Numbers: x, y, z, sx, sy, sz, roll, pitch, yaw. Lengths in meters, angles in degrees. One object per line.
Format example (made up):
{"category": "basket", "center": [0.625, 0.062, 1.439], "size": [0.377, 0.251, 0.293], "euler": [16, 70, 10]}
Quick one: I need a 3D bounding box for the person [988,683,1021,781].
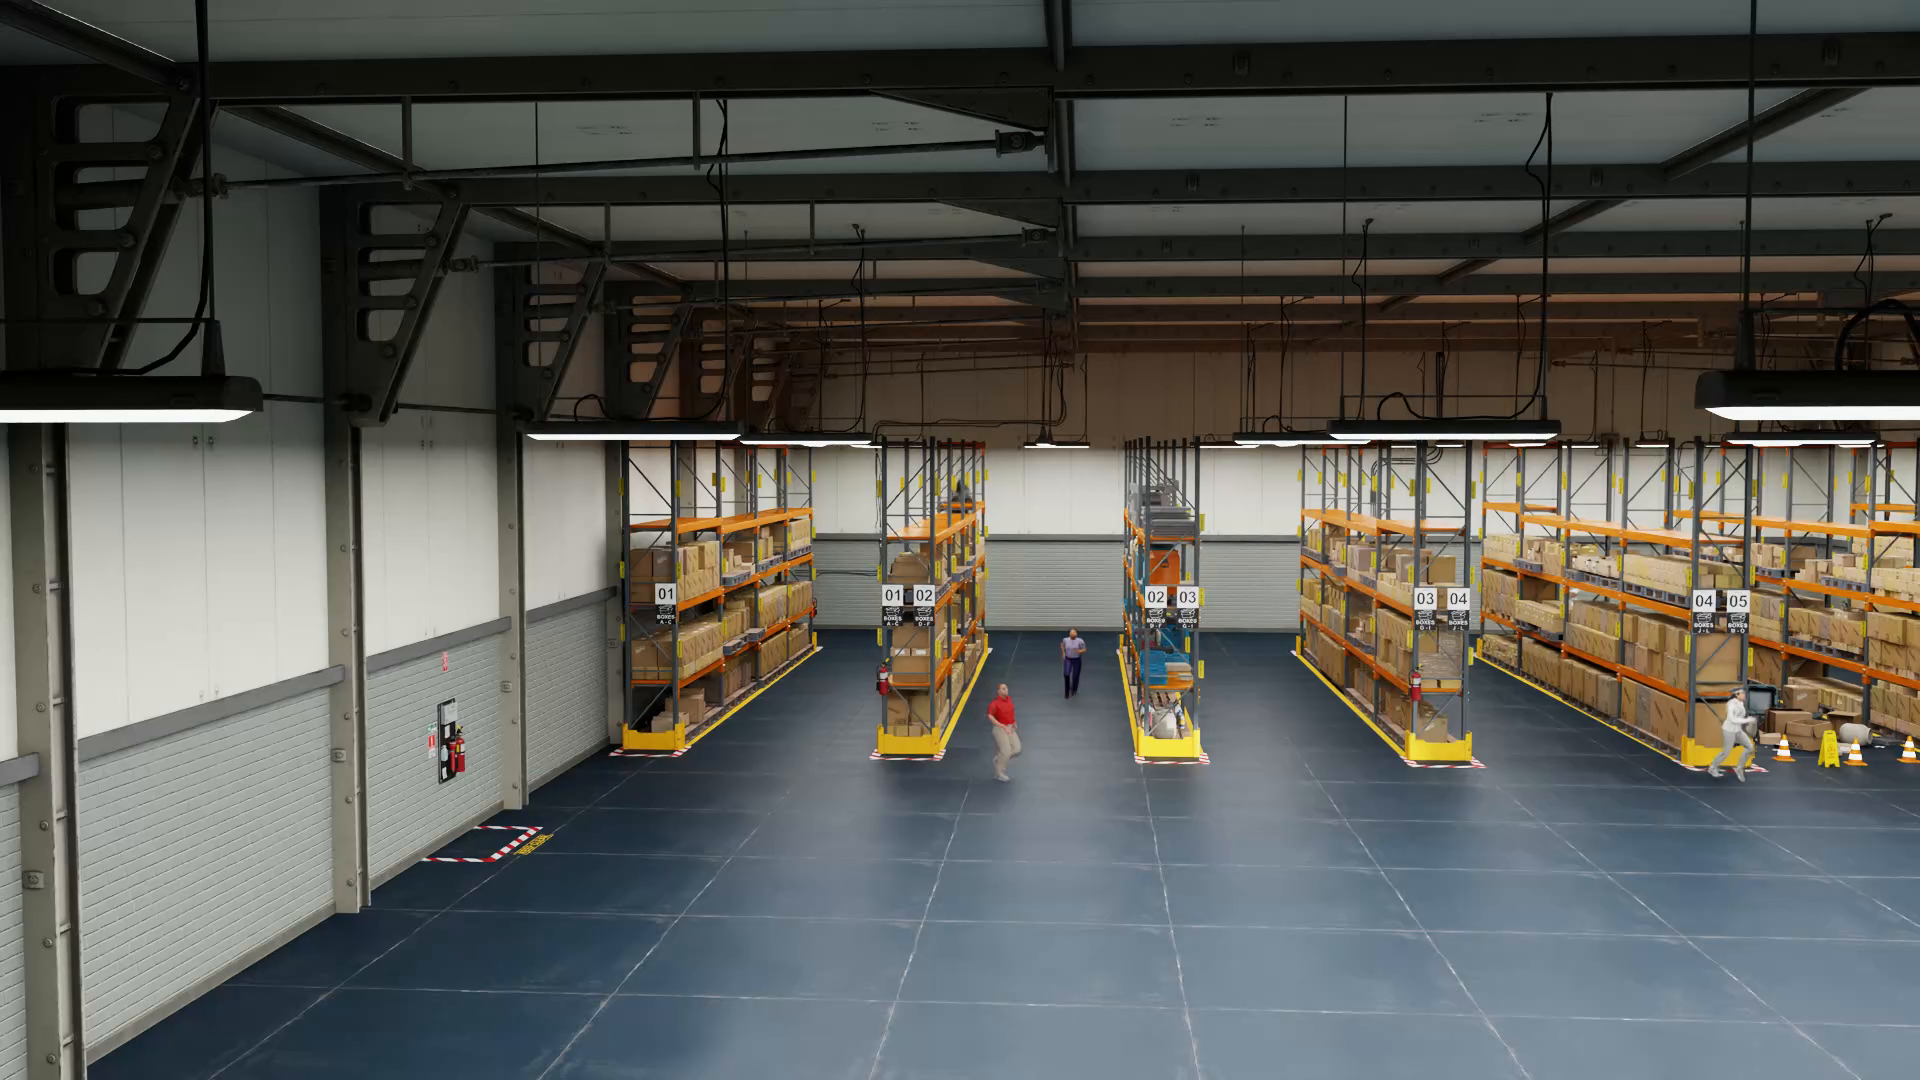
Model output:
{"category": "person", "center": [0.768, 3.334, 28.982], "size": [0.542, 1.692, 0.668], "euler": [2, 4, 38]}

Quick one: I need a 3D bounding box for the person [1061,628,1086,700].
{"category": "person", "center": [2.626, 2.861, 38.504], "size": [0.585, 1.674, 0.762], "euler": [0, 3, 5]}

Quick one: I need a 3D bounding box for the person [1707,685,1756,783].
{"category": "person", "center": [13.381, 3.339, 28.808], "size": [0.801, 1.688, 0.640], "euler": [3, 4, 44]}

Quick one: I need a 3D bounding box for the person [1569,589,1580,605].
{"category": "person", "center": [17.840, 2.273, 48.418], "size": [0.612, 1.721, 0.659], "euler": [-1, 3, -16]}
